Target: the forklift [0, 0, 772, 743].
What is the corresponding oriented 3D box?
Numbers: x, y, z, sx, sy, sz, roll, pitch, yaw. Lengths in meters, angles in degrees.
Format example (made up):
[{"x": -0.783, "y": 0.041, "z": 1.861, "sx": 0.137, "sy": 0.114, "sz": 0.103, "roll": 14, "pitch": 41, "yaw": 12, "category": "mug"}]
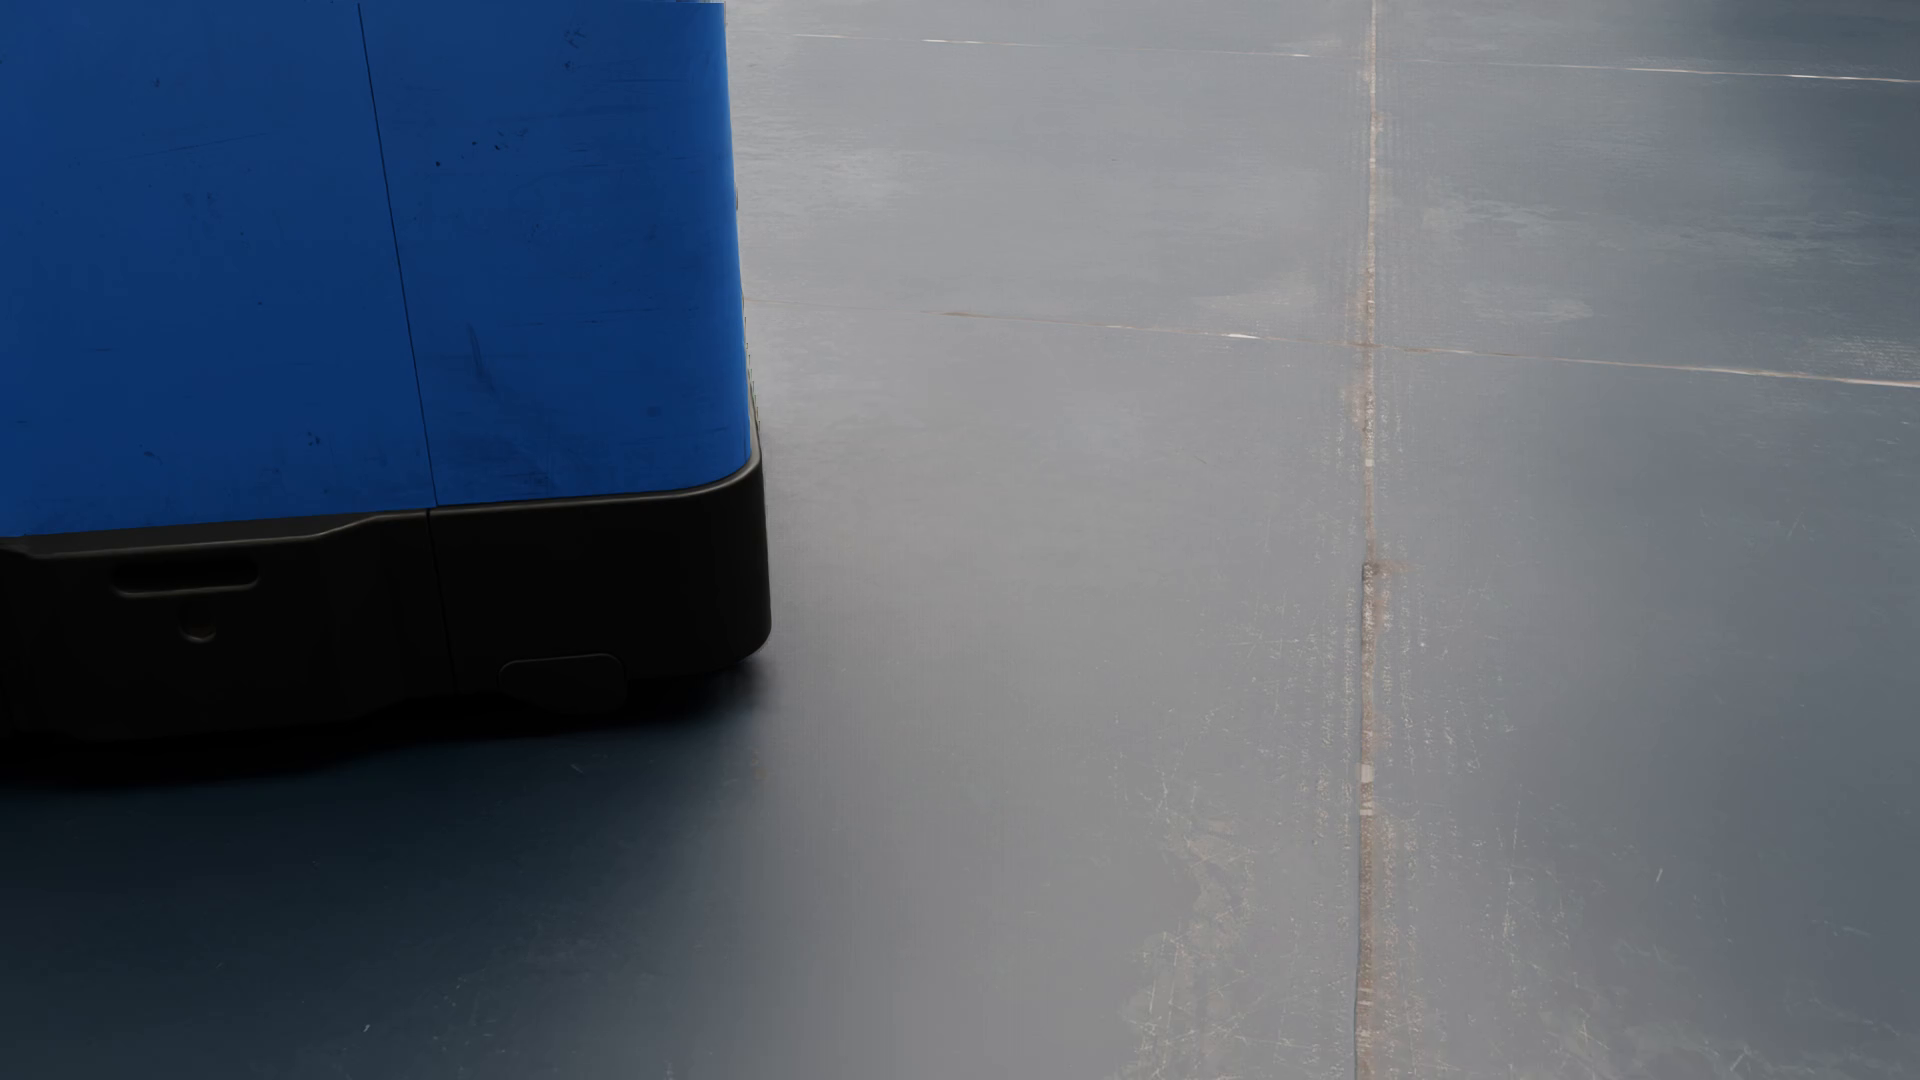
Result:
[{"x": -1.805, "y": -1.208, "z": 1.640, "sx": 3.031, "sy": 2.935, "sz": 1.130, "roll": -4, "pitch": 27, "yaw": -9, "category": "forklift"}]
